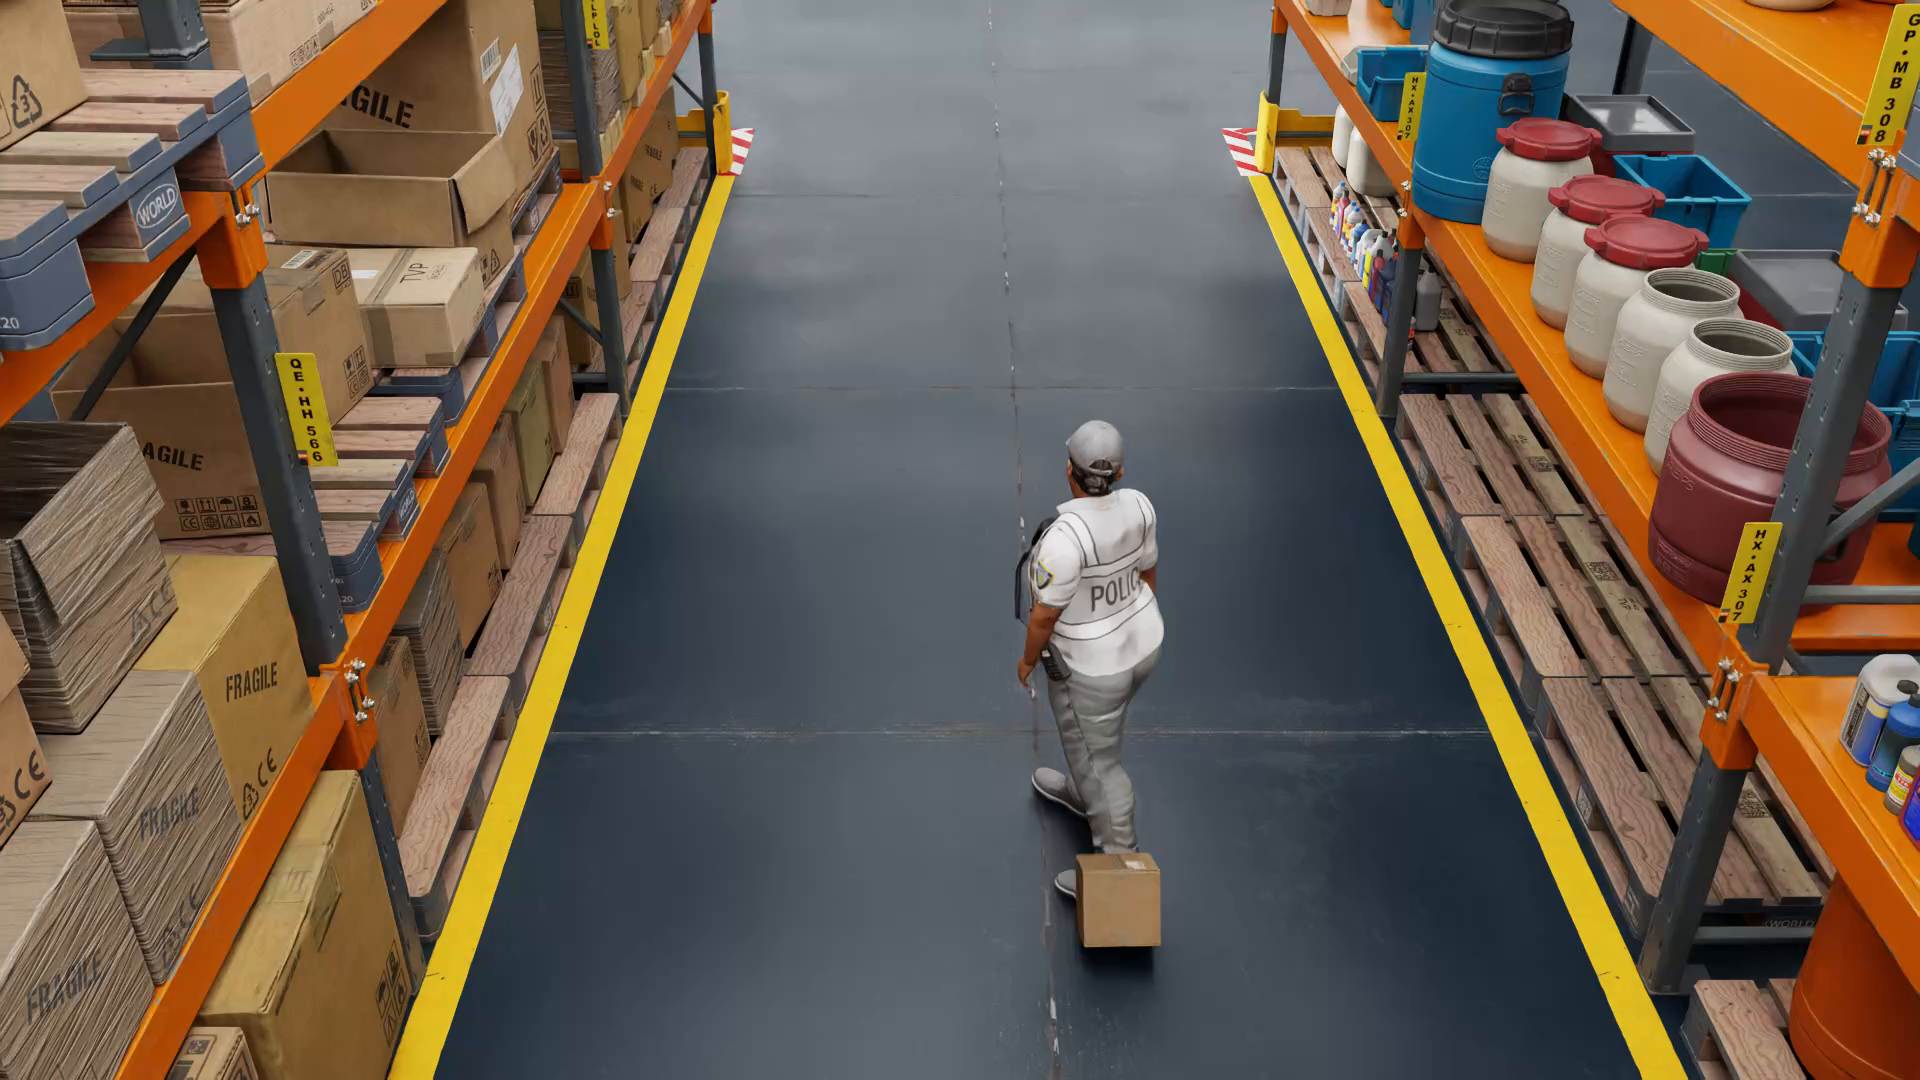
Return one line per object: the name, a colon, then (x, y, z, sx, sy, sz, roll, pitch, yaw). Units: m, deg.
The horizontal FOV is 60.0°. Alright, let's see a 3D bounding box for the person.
person: (0.429, 0.363, 5.513, 0.628, 1.646, 0.562, 23, 38, 32)
